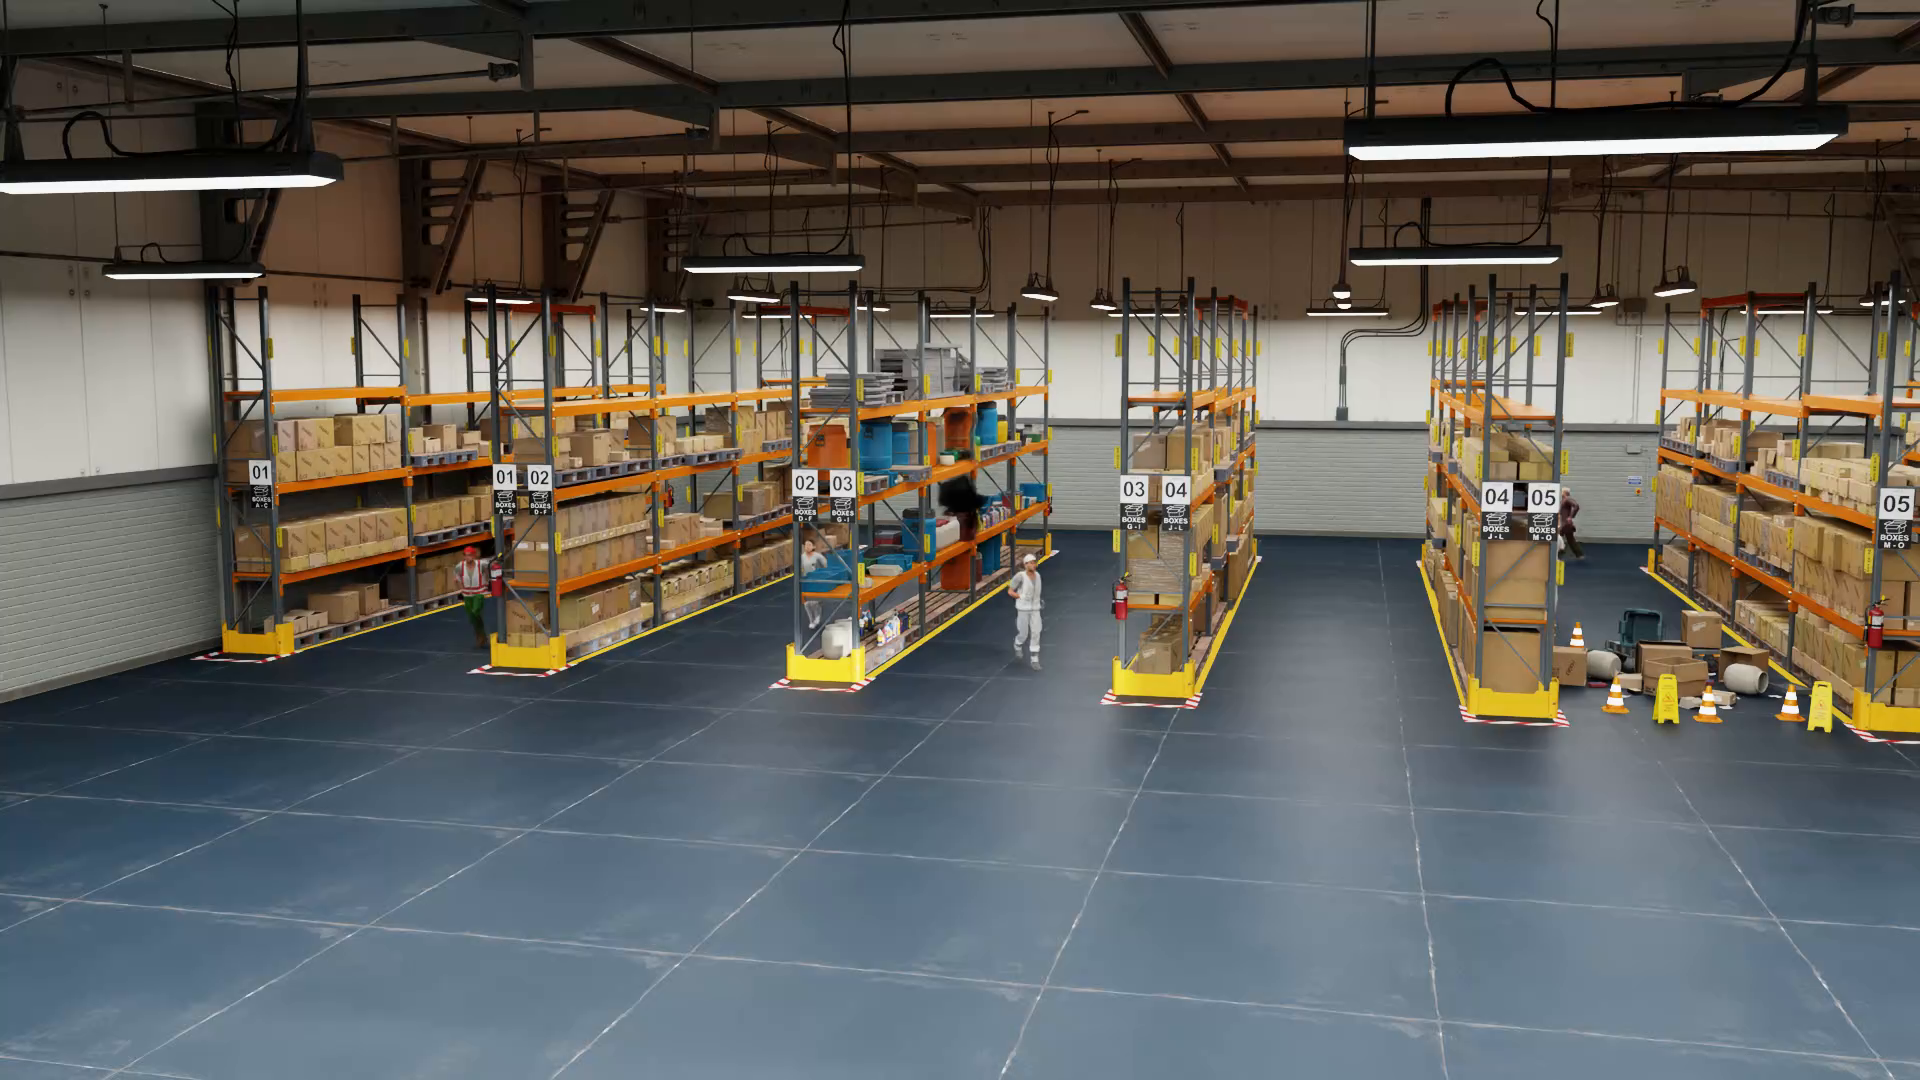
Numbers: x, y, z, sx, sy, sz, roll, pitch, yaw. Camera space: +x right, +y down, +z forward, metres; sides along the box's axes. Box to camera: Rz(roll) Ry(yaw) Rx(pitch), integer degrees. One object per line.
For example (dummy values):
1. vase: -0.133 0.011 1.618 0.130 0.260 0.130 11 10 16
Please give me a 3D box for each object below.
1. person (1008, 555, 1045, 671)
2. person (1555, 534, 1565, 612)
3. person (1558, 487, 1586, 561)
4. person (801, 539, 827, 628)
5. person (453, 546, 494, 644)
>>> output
1. person: 1.044 1.117 26.131 0.638 1.796 0.917 -3 7 -24
2. person: 11.130 0.484 31.503 0.650 1.795 0.959 1 7 8
3. person: 14.127 -0.328 38.759 0.950 1.798 0.725 2 7 19
4. person: -2.654 0.785 29.604 0.543 1.625 0.637 1 7 11
5. person: -8.126 0.934 27.829 0.631 1.697 0.859 1 7 5
